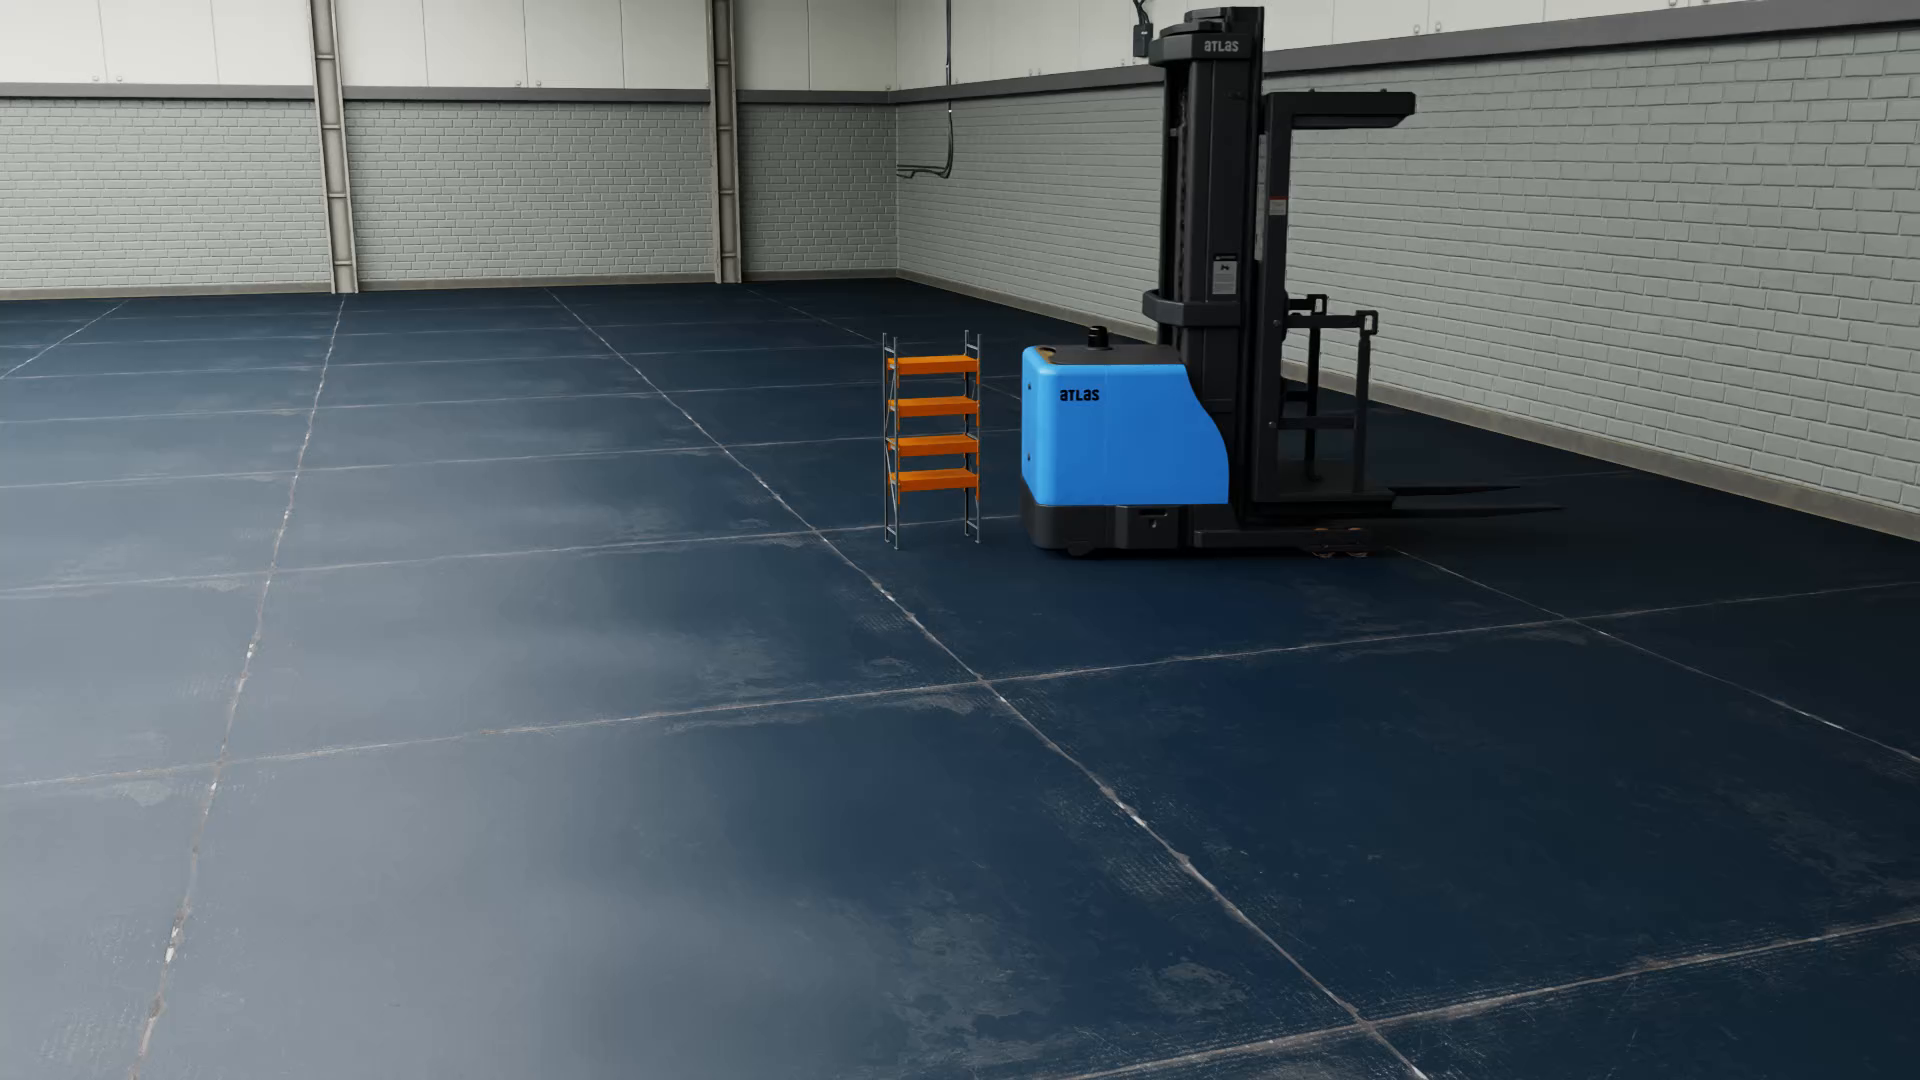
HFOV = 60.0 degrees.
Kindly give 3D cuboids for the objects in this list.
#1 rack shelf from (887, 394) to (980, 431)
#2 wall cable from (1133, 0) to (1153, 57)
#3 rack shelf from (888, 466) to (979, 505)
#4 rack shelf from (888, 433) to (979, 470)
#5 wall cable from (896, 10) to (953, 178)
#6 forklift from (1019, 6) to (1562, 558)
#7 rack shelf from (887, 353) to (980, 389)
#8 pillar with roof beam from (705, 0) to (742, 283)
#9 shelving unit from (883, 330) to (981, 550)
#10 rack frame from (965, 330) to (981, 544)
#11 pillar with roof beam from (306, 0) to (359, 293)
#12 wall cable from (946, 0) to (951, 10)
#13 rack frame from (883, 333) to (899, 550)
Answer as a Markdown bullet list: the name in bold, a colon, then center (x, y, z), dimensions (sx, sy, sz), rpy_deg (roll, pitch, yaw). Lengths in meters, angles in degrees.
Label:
- **rack shelf**: center (-0.157, -0.724, 9.416), dimensions (0.480, 0.148, 0.258), rpy_deg (-4, 14, -18)
- **wall cable**: center (2.368, -8.169, 17.189), dimensions (0.169, 6.003, 2.305), rpy_deg (-4, 14, -18)
- **rack shelf**: center (-0.157, -0.313, 9.514), dimensions (0.480, 0.148, 0.258), rpy_deg (-4, 14, -18)
- **rack shelf**: center (-0.157, -0.506, 9.468), dimensions (0.480, 0.148, 0.258), rpy_deg (-4, 14, -18)
- **wall cable**: center (-0.645, -7.087, 26.700), dimensions (0.112, 2.526, 3.097), rpy_deg (-4, 14, -18)
- **forklift**: center (1.895, -1.448, 9.395), dimensions (3.031, 2.935, 1.130), rpy_deg (-1, 13, -4)
- **rack shelf**: center (-0.157, -0.954, 9.362), dimensions (0.480, 0.148, 0.258), rpy_deg (-4, 14, -18)
- **pillar with roof beam**: center (-2.486, -7.726, 22.677), dimensions (0.400, 9.000, 9.100), rpy_deg (-4, 14, -18)
- **shelving unit**: center (-0.157, -0.572, 9.453), dimensions (0.503, 1.200, 0.258), rpy_deg (-4, 14, -18)
- **rack frame**: center (0.074, -0.590, 9.528), dimensions (0.015, 1.200, 0.240), rpy_deg (-4, 14, -18)
- **pillar with roof beam**: center (-8.172, -7.283, 20.815), dimensions (0.400, 9.000, 9.100), rpy_deg (-4, 14, -18)
- **wall cable**: center (0.218, -8.951, 23.622), dimensions (0.112, 2.526, 3.097), rpy_deg (-4, 14, -18)
- **rack frame**: center (-0.388, -0.553, 9.377), dimensions (0.015, 1.200, 0.240), rpy_deg (-4, 14, -18)
